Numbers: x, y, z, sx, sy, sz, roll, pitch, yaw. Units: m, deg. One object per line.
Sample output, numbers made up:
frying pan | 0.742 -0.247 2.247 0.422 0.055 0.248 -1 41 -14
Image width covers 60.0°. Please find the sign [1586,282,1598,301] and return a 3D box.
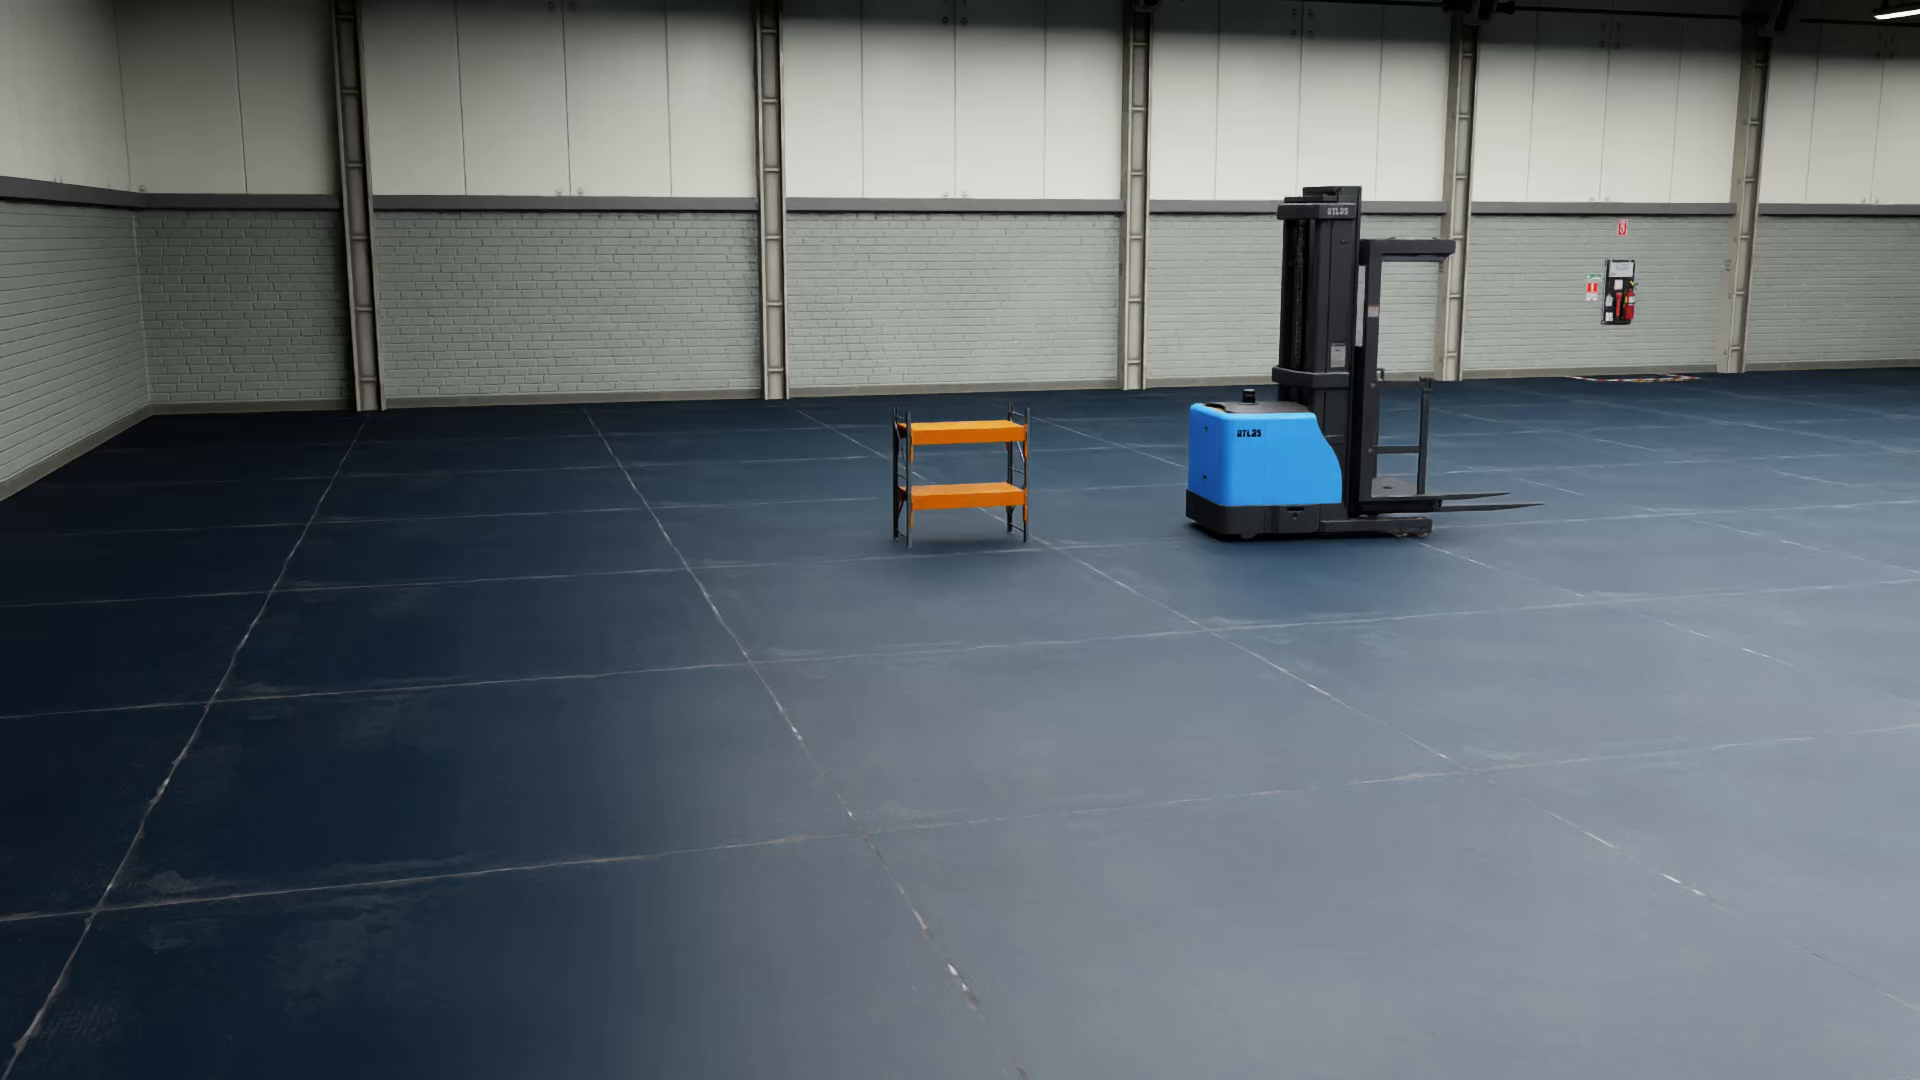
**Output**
sign | 11.440 -4.497 30.091 0.234 0.329 0.001 -3 11 -16

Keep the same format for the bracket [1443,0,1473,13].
bracket | 8.323 -8.942 27.824 0.430 0.232 0.235 -3 11 -16

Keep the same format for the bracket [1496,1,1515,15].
bracket | 9.120 -8.984 28.052 0.430 0.232 0.235 -3 11 -16

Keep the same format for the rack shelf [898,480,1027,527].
rack shelf | 0.006 -0.313 13.991 1.000 0.278 0.538 -3 11 -16

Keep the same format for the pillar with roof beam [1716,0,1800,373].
pillar with roof beam | 15.586 -6.810 26.184 0.548 9.000 9.100 -3 11 -16

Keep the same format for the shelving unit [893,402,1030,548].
shelving unit | 0.006 -0.554 13.946 1.048 1.125 0.538 -3 11 -16

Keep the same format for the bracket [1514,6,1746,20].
bracket | 11.594 -9.115 28.761 4.783 0.066 0.076 -3 11 -16

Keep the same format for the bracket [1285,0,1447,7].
bracket | 5.833 -8.811 27.111 4.783 0.066 0.076 -3 11 -16

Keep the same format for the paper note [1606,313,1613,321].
paper note | 11.811 -4.059 30.245 0.142 0.148 0.016 -3 11 -16

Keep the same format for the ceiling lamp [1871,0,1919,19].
ceiling lamp | 14.353 -9.492 24.631 0.800 3.185 2.000 -3 11 -16

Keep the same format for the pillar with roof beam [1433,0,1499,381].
pillar with roof beam | 9.826 -6.506 24.534 0.548 9.000 9.100 -3 11 -16

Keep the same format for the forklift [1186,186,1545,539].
forklift | 3.577 -1.554 14.394 3.031 2.935 1.130 -2 11 -10

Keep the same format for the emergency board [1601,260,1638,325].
emergency board | 12.000 -4.490 30.149 0.643 1.169 0.194 -3 11 -16

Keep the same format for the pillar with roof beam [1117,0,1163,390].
pillar with roof beam | 4.065 -6.203 22.885 0.548 9.000 9.100 -3 11 -16

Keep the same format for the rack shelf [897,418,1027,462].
rack shelf | 0.006 -0.841 13.894 1.000 0.278 0.538 -3 11 -16

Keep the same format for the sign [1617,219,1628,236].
sign | 11.964 -5.647 30.031 0.199 0.298 0.001 -3 11 -16

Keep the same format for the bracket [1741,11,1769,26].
bracket | 14.084 -9.246 29.474 0.430 0.232 0.235 -3 11 -16

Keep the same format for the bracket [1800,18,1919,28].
bracket | 17.355 -9.418 30.410 4.783 0.066 0.076 -3 11 -16

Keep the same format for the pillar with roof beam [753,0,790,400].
pillar with roof beam | -1.696 -5.899 21.236 0.400 9.000 9.100 -3 11 -16

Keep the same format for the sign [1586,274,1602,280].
sign | 11.447 -4.756 30.036 0.331 0.109 0.001 -3 11 -16

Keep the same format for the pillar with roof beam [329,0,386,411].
pillar with roof beam | -7.457 -5.596 19.586 0.400 9.000 9.100 -3 11 -16

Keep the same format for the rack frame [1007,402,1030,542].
rack frame | 0.495 -0.579 14.086 0.032 1.125 0.500 -3 11 -16

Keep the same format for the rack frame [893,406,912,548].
rack frame | -0.482 -0.528 13.807 0.032 1.125 0.500 -3 11 -16
